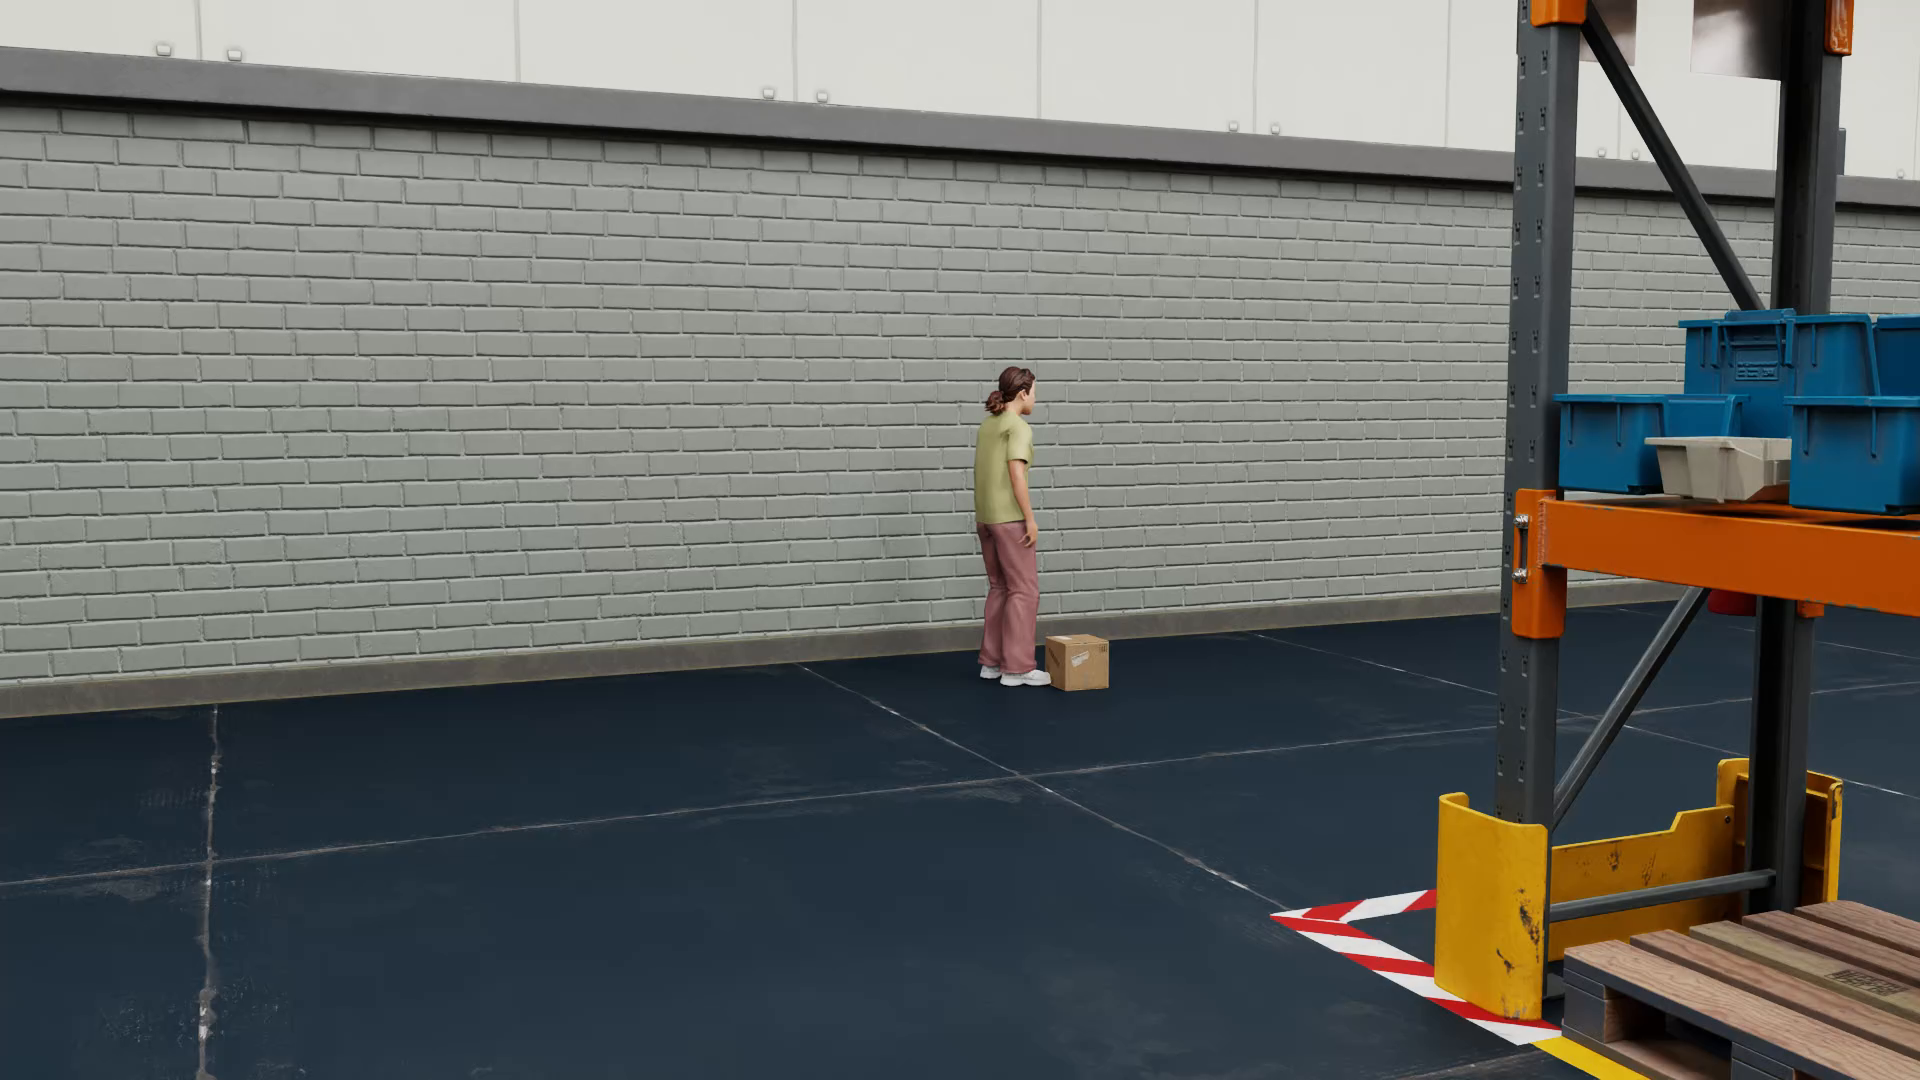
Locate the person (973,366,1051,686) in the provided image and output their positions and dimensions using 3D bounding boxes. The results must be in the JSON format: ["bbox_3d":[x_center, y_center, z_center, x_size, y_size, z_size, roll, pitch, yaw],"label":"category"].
[{"bbox_3d":[0.265,-0.080,8.829,0.359,1.666,0.500,-3,6,-26],"label":"person"}]
